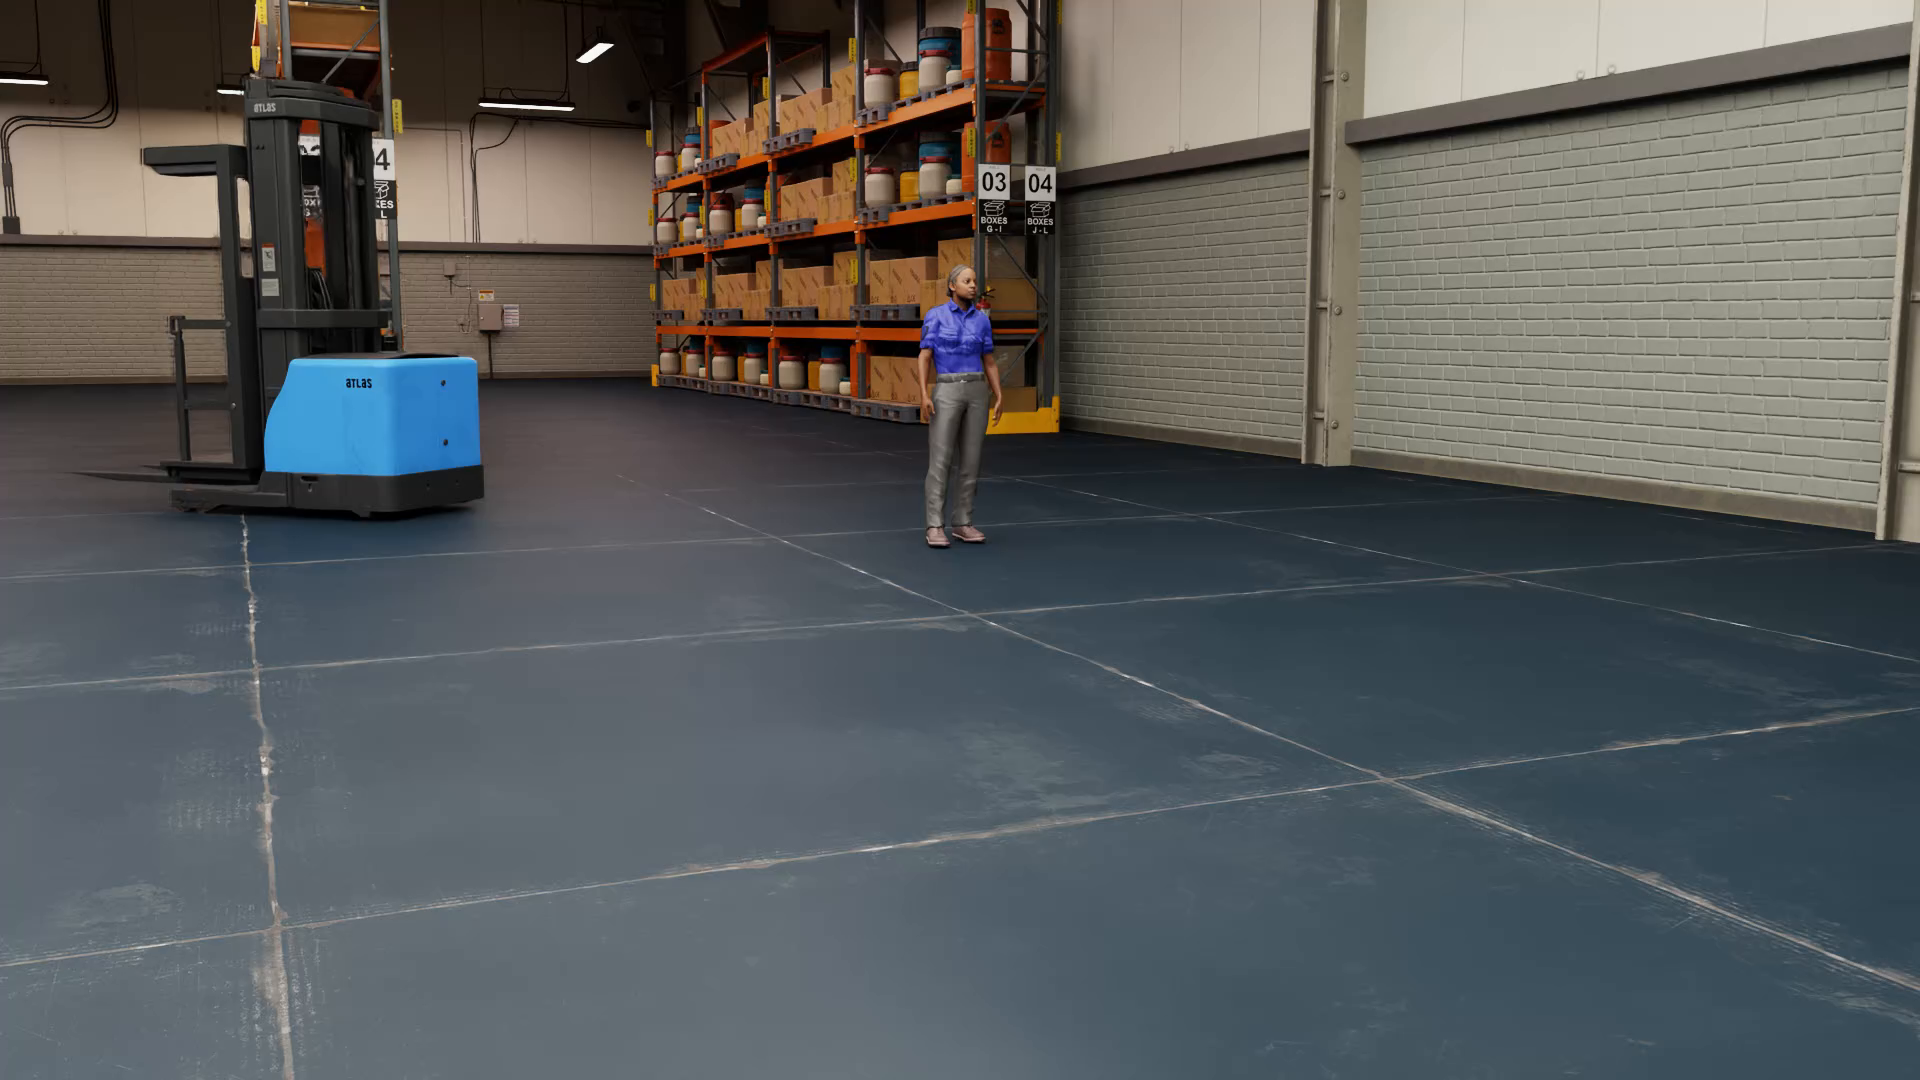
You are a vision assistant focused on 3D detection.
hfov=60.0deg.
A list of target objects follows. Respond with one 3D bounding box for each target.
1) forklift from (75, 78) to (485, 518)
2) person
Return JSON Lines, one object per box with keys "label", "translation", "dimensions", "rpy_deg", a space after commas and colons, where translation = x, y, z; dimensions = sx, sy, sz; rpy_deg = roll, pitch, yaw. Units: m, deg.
{"label": "forklift", "translation": [-4.971, -1.697, 11.812], "dimensions": [3.031, 2.935, 1.130], "rpy_deg": [3, 8, 21]}
{"label": "person", "translation": [0.017, -0.816, 9.957], "dimensions": [0.569, 1.656, 0.503], "rpy_deg": [-3, 8, -23]}
